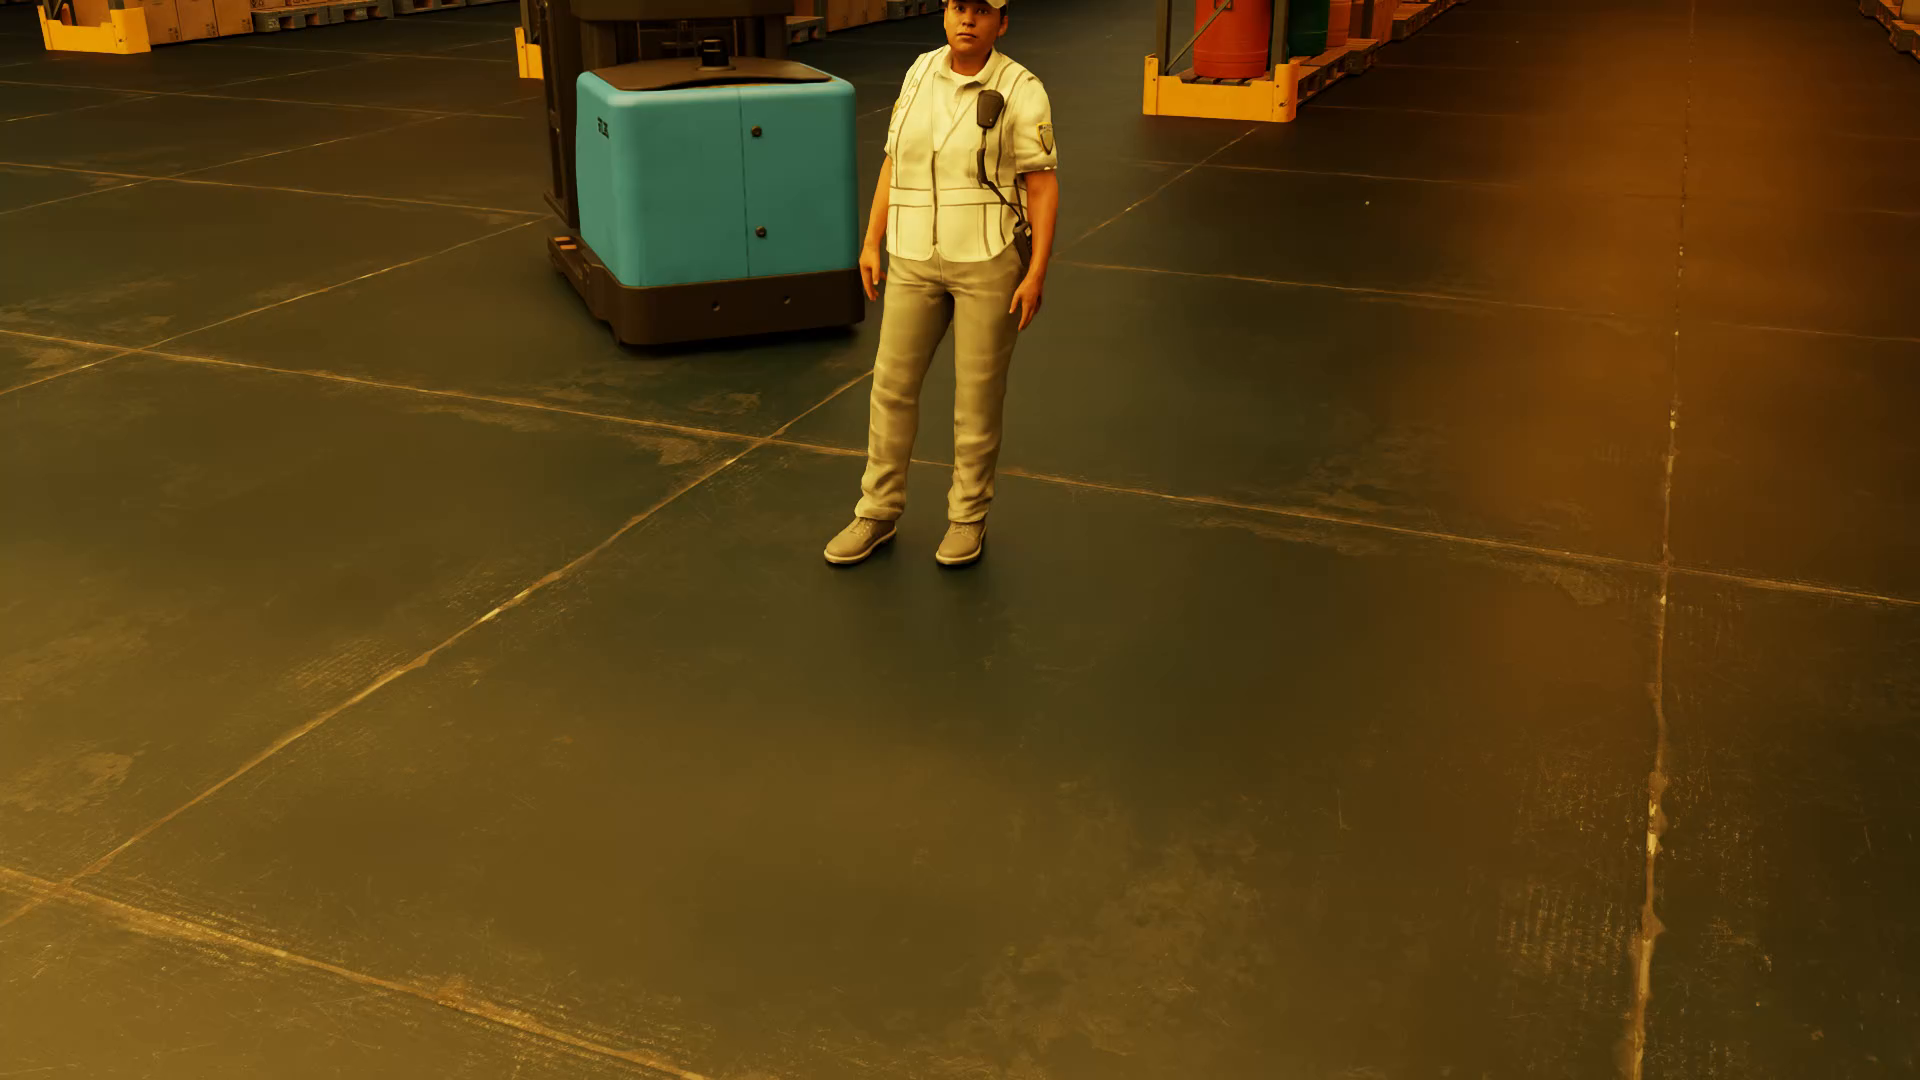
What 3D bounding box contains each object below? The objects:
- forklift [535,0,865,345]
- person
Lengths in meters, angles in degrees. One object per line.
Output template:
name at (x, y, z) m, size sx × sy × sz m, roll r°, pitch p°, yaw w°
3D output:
forklift at (-1.424, -2.688, 7.724) m, size 1.130 × 2.935 × 3.031 m, roll -9°, pitch 24°, yaw -20°
person at (-0.050, -0.751, 4.712) m, size 0.598 × 1.670 × 0.529 m, roll 9°, pitch 24°, yaw 21°
